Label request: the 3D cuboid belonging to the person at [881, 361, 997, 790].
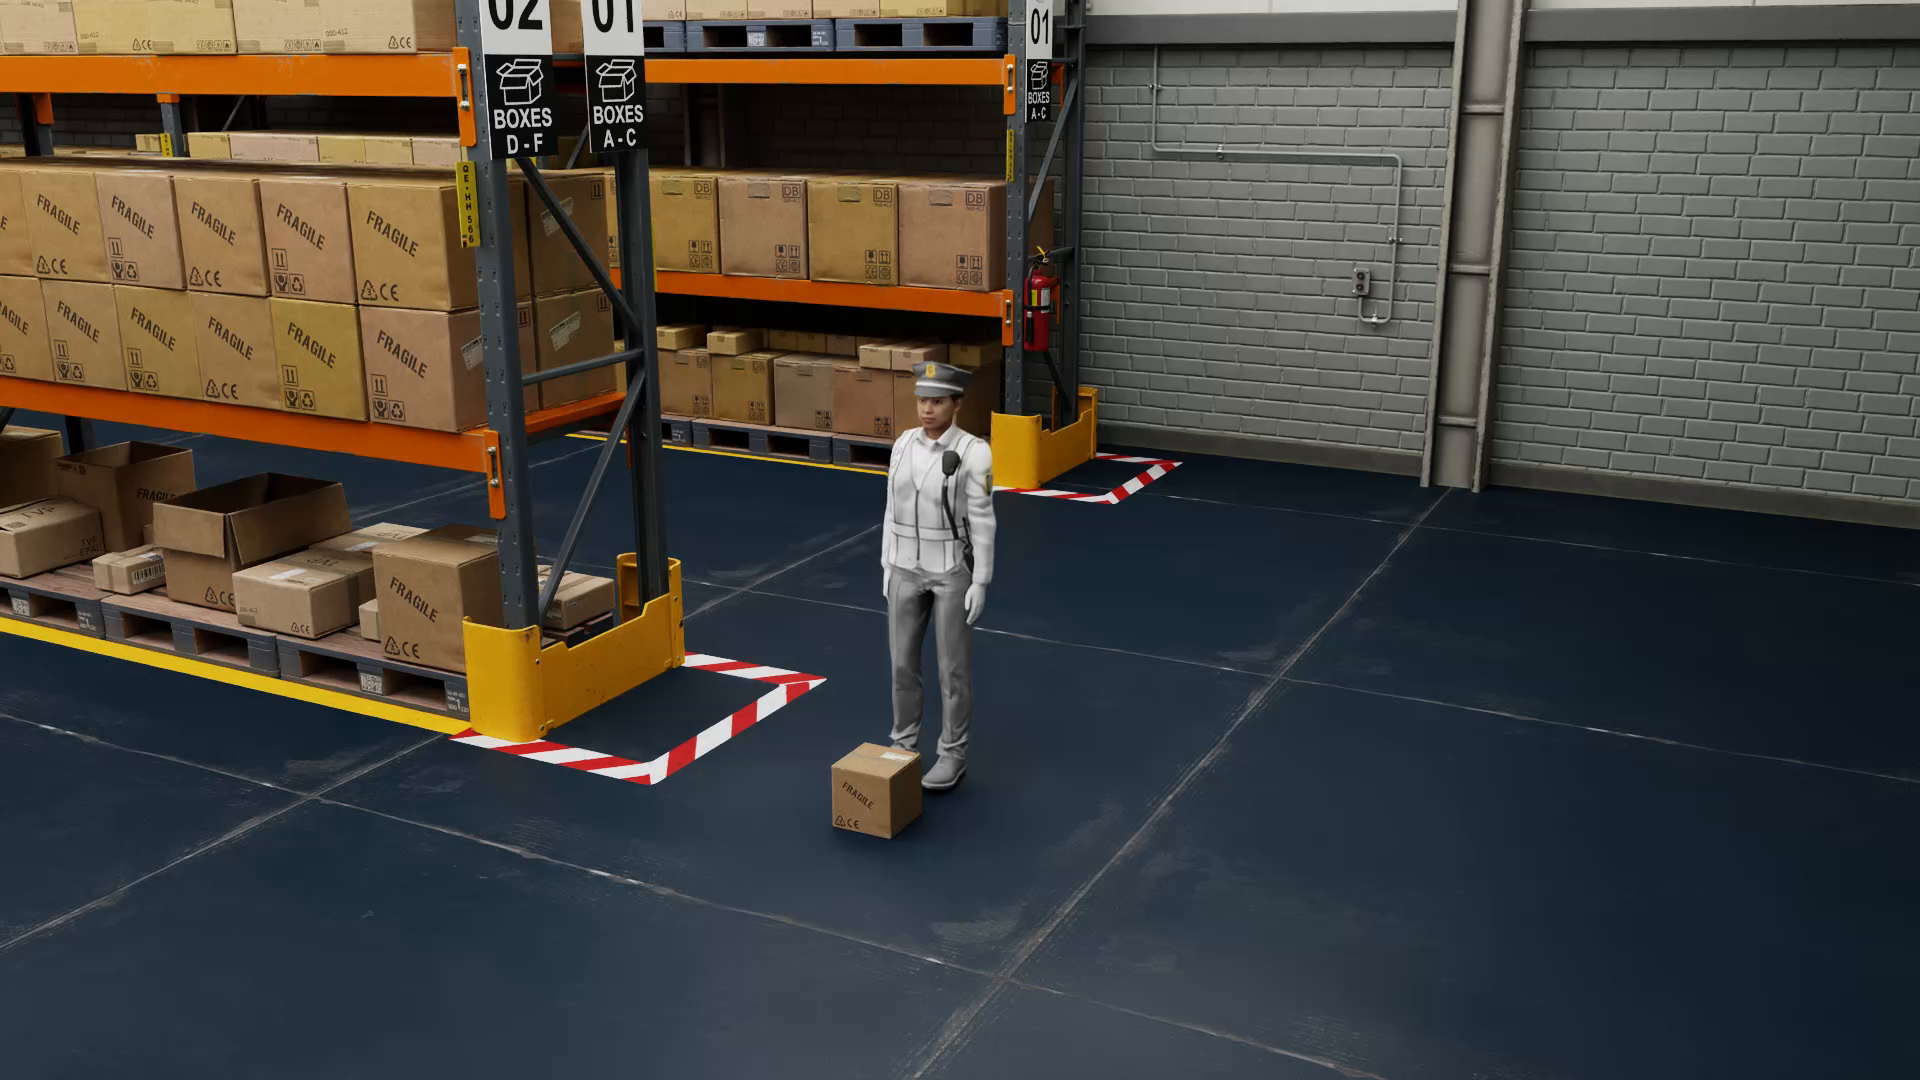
[{"bbox_3d":[-0.099,0.157,6.489,0.490,1.736,0.392,8,18,26],"label":"person"}]
